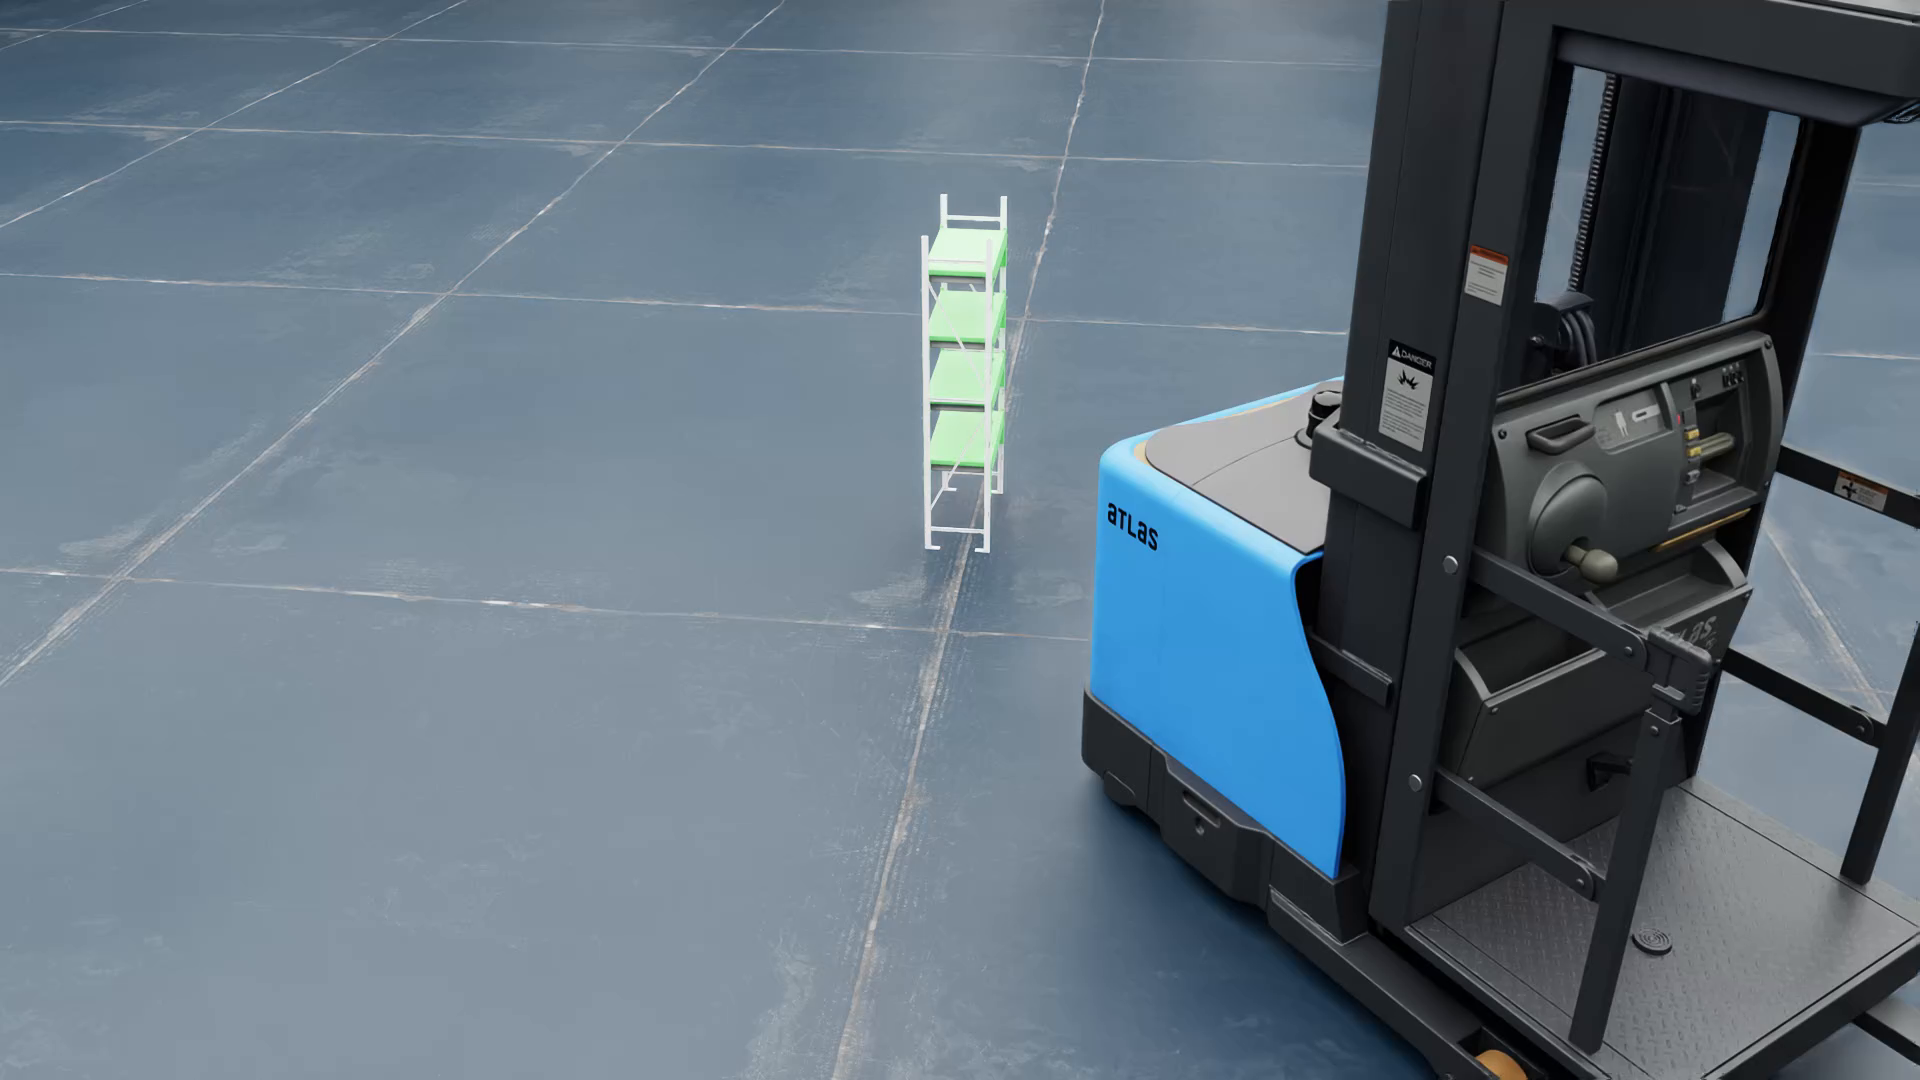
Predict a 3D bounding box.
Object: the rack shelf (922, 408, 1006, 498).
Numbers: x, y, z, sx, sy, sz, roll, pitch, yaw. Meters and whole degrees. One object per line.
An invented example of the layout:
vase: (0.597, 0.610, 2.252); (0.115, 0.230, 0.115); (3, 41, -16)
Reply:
rack shelf: (0.020, -0.339, 6.254); (0.258, 0.148, 0.480); (3, 28, 6)

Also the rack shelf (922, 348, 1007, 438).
rack shelf: (0.020, -0.550, 6.140); (0.258, 0.148, 0.480); (3, 28, 6)

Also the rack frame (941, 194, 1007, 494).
rack frame: (0.050, -0.721, 6.323); (0.240, 1.200, 0.015); (3, 28, 6)

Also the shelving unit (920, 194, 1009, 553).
shelving unit: (0.020, -0.606, 6.110); (0.258, 1.200, 0.503); (3, 28, 6)

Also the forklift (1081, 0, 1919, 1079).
forklift: (1.585, -0.140, 3.420); (1.130, 2.935, 3.031); (-17, 33, -29)

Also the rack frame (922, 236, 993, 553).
rack frame: (-0.010, -0.491, 5.897); (0.240, 1.200, 0.015); (3, 28, 6)

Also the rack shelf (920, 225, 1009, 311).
rack shelf: (0.020, -0.972, 5.913); (0.258, 0.148, 0.480); (3, 28, 6)

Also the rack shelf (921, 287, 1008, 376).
rack shelf: (0.020, -0.761, 6.027); (0.258, 0.148, 0.480); (3, 28, 6)
